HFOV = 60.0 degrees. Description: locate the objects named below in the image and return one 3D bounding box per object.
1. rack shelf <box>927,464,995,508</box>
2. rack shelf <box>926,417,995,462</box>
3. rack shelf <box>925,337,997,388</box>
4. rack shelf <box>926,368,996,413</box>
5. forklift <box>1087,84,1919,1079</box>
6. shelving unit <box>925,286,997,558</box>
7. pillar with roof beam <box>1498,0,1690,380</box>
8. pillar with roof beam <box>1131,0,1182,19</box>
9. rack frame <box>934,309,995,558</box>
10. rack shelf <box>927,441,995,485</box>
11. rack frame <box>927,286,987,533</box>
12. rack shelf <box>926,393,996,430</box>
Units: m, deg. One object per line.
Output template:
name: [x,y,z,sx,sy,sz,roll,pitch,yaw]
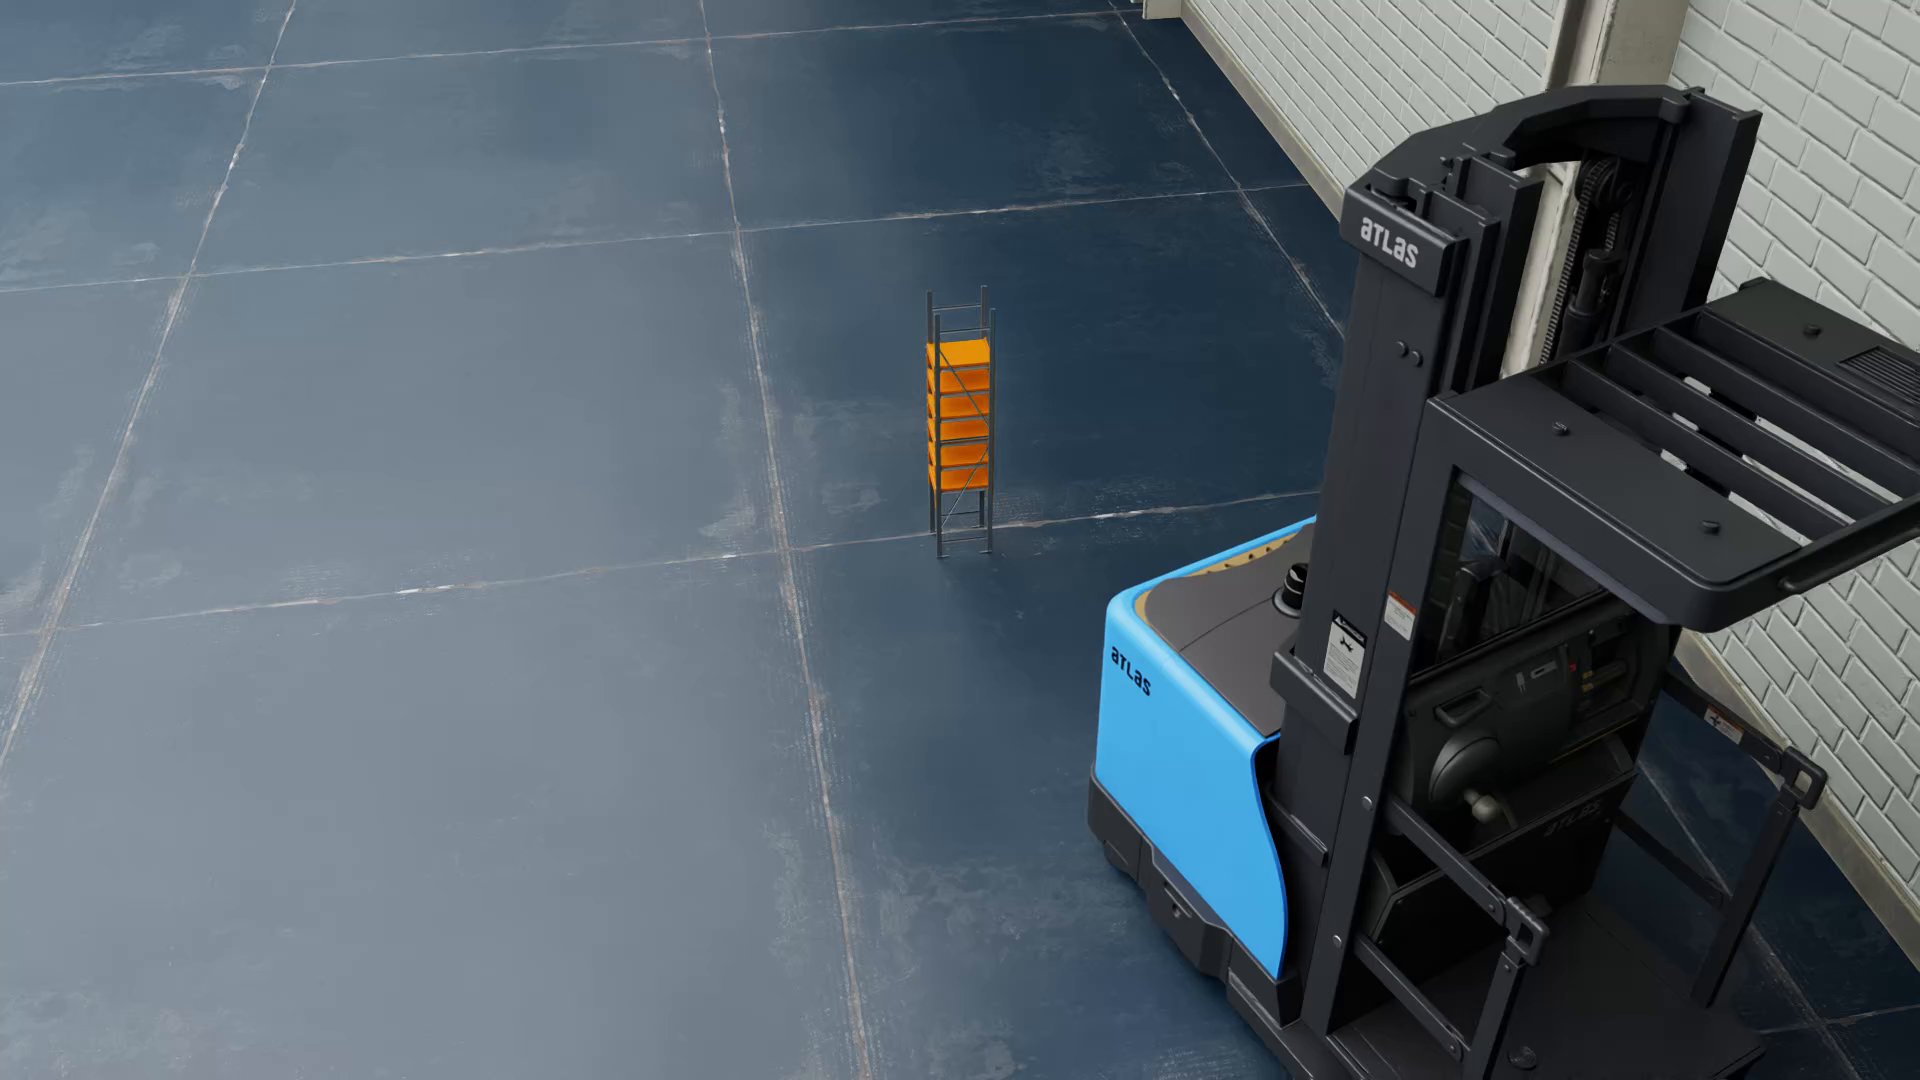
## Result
rack shelf: [0.003,-0.240,7.045,0.258,0.103,0.180,-6,38,-8]
rack shelf: [0.003,-0.430,6.898,0.258,0.103,0.180,-6,38,-8]
rack shelf: [0.003,-0.714,6.677,0.258,0.103,0.180,-6,38,-8]
rack shelf: [0.003,-0.620,6.751,0.258,0.103,0.180,-6,38,-8]
forklift: [1.627,0.501,4.216,1.130,2.935,3.031,-20,42,-24]
shelving unit: [0.003,-0.465,6.871,0.258,1.200,0.189,-6,38,-8]
pillar with roof beam: [-1.723,-3.404,4.297,9.100,9.000,0.400,-6,38,-8]
pillar with roof beam: [-2.775,-7.028,8.962,9.100,9.000,0.400,-6,38,-8]
rack frame: [0.019,-0.410,6.800,0.240,1.200,0.006,-6,38,-8]
rack shelf: [0.003,-0.335,6.972,0.258,0.103,0.180,-6,38,-8]
rack frame: [-0.013,-0.520,6.942,0.240,1.200,0.006,-6,38,-8]
rack shelf: [0.003,-0.525,6.824,0.258,0.103,0.180,-6,38,-8]
